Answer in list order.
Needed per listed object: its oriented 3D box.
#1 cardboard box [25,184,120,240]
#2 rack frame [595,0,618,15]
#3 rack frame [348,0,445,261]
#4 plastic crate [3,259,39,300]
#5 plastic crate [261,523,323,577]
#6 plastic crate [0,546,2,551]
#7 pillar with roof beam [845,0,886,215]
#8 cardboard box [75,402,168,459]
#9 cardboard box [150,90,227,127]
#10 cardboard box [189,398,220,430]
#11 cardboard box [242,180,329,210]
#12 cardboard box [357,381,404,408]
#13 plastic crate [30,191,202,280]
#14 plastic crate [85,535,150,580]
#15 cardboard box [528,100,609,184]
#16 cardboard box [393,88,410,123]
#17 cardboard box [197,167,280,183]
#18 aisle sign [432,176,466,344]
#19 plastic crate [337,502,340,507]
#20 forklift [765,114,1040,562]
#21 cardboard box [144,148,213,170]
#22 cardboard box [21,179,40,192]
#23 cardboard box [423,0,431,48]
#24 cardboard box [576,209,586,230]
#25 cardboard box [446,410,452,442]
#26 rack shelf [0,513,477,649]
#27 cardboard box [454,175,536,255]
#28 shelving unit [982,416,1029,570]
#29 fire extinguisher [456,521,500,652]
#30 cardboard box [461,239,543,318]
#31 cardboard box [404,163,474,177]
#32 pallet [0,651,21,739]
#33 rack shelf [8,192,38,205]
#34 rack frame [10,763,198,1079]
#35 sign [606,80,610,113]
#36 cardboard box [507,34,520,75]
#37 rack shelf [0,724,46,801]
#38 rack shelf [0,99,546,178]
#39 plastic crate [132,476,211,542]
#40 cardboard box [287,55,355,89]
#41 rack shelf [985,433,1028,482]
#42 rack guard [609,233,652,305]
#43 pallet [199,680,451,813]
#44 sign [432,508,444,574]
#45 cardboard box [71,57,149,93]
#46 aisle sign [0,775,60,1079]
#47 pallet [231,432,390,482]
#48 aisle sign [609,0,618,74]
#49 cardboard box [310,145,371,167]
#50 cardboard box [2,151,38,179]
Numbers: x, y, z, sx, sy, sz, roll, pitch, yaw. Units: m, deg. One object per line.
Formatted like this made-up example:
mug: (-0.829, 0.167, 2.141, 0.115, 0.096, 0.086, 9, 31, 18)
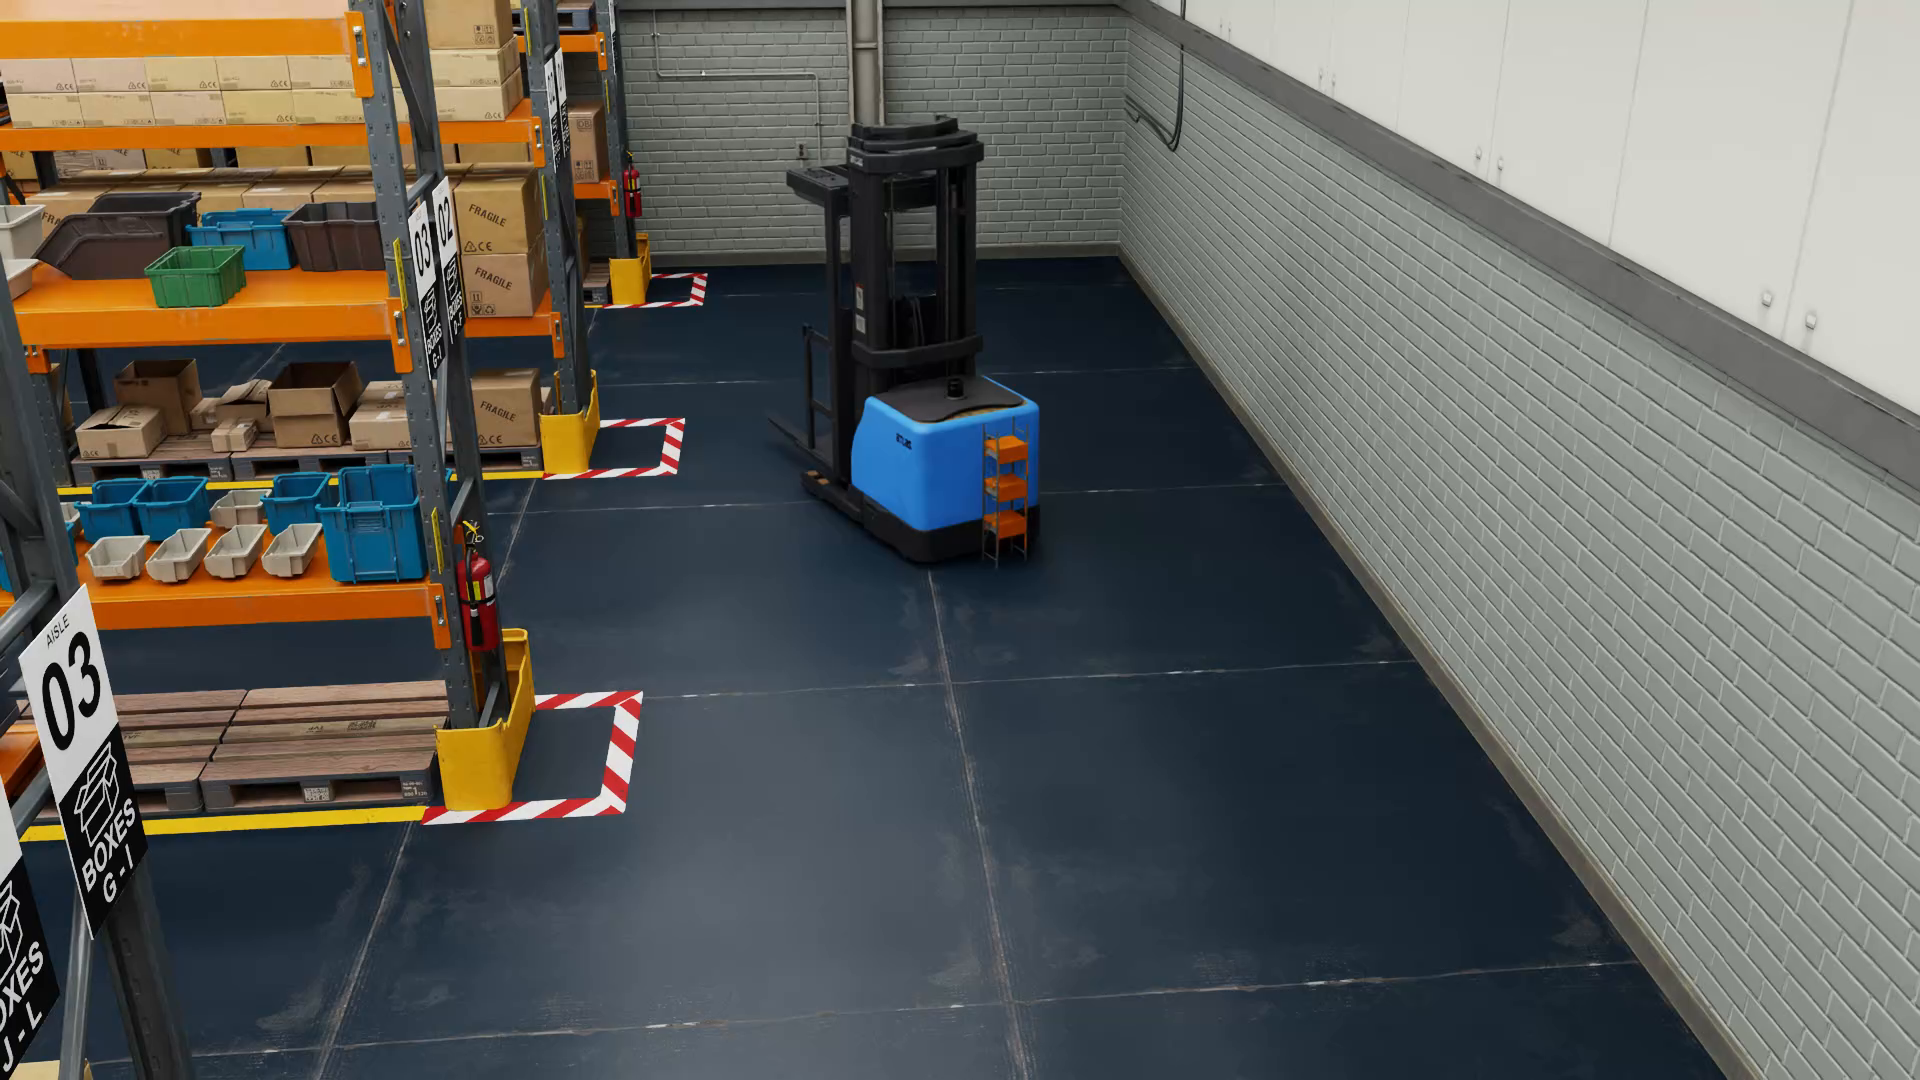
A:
cardboard box: (-6.657, -2.392, 12.585, 0.500, 0.500, 0.500, -2, 24, -4)
rack frame: (-3.663, -6.888, 16.667, 0.127, 3.000, 1.000, -2, 24, -5)
rack frame: (-2.690, -2.883, 7.658, 0.127, 3.000, 1.000, -2, 24, -5)
plastic crate: (-4.722, -1.210, 7.910, 0.530, 0.136, 0.437, -2, 24, -5)
plastic crate: (-3.483, 0.057, 8.680, 0.243, 0.136, 0.396, -2, 24, -5)
plastic crate: (-5.133, 0.058, 8.499, 0.530, 0.282, 0.437, -2, 24, -5)
pillar with roof beam: (-0.638, -5.605, 13.782, 0.400, 9.000, 9.100, -2, 24, -5)
cardboard box: (-6.714, -0.886, 13.320, 0.500, 0.311, 0.500, -2, 24, -5)
cardboard box: (-5.649, -3.244, 12.347, 0.500, 0.250, 0.500, -2, 24, -5)
cardboard box: (-6.247, -1.060, 13.909, 0.250, 0.149, 0.380, -2, 24, -5)
cardboard box: (-5.118, -2.454, 12.725, 0.500, 0.500, 0.500, -2, 24, -4)
cardboard box: (-4.737, -1.142, 13.970, 0.500, 0.250, 0.500, -2, 24, -5)
plastic crate: (-4.237, -1.535, 8.393, 0.767, 0.338, 0.504, -2, 24, -5)
plastic crate: (-4.341, 0.103, 8.577, 0.250, 0.136, 0.298, -2, 24, -5)
cardboard box: (-4.170, -4.259, 17.770, 0.700, 0.700, 0.980, -1, 24, -3)
cardboard box: (-4.157, -3.304, 12.482, 0.500, 0.250, 0.500, -2, 24, -5)
cardboard box: (-5.665, -2.654, 13.173, 0.500, 0.500, 0.500, -2, 24, -5)
aisle sign: (-2.647, -1.453, 8.625, 0.004, 0.787, 0.394, -2, 24, -5)
plastic crate: (-3.295, -0.193, 9.242, 0.298, 0.136, 0.250, -2, 24, -5)
forklift: (-0.597, -1.737, 12.550, 1.130, 2.935, 3.031, -13, 27, -28)
cardboard box: (-8.079, -4.057, 17.171, 0.500, 0.500, 0.500, -3, 24, -6)
cardboard box: (-9.487, -3.714, 17.198, 0.250, 0.149, 0.380, -2, 24, -3)
cardboard box: (-4.188, -4.005, 12.520, 0.500, 0.500, 0.700, -2, 24, -5)
cardboard box: (-4.245, -3.510, 18.216, 0.250, 0.149, 0.380, -2, 24, -5)
cardboard box: (-4.102, -0.950, 13.640, 0.250, 0.166, 0.380, -2, 24, -5)
rack shelf: (-4.680, 0.266, 8.843, 4.000, 0.370, 1.077, -2, 24, -5)
cardboard box: (-3.589, -2.518, 12.868, 0.500, 0.500, 0.500, -3, 24, -6)
shelving unit: (0.317, -0.325, 11.690, 0.252, 1.050, 0.215, -14, 27, -28)
fire extinguisher: (-2.495, 0.241, 8.568, 0.183, 0.674, 0.296, -2, 24, -5)
cardboard box: (-3.592, -2.062, 13.073, 0.500, 0.500, 0.500, -2, 24, -4)
cardboard box: (-4.160, -2.712, 13.304, 0.500, 0.500, 0.500, -2, 24, -5)
pallet: (-2.940, 0.564, 3.705, 1.213, 0.211, 1.003, -2, 24, -5)
rack shelf: (-9.634, -3.578, 17.493, 4.000, 0.370, 1.077, -2, 24, -5)
rack frame: (-2.203, 1.860, 4.373, 0.127, 3.000, 1.000, -2, 24, -5)
sign: (-3.624, -4.564, 17.108, 0.005, 0.325, 0.100, -2, 24, -5)
cardboard box: (-3.710, -3.760, 12.892, 0.500, 0.250, 0.500, -2, 24, -5)
rack shelf: (-4.193, 0.898, 3.730, 4.000, 0.370, 1.077, -2, 24, -5)
rack shelf: (-5.163, -3.107, 12.739, 4.000, 0.370, 1.077, -2, 24, -5)
plastic crate: (-4.278, -0.164, 9.057, 0.300, 0.233, 0.416, -2, 24, -5)
cardboard box: (-4.654, -3.513, 12.336, 0.500, 0.250, 0.500, -2, 24, -5)
rack shelf: (0.317, -0.575, 11.579, 0.240, 0.259, 0.215, -14, 27, -28)
rack guard: (-3.639, -3.005, 18.396, 0.348, 0.500, 1.175, -2, 24, -5)
pallet: (-3.514, 1.149, 9.404, 1.213, 0.211, 1.003, -2, 24, -5)
sign: (-2.619, 0.005, 8.345, 0.005, 0.325, 0.100, -2, 24, -5)
cardboard box: (-6.148, -3.455, 12.206, 0.500, 0.250, 0.500, -2, 24, -5)
aisle sign: (-2.102, 0.790, 3.578, 0.004, 0.787, 0.394, -2, 24, -5)
pallet: (-5.253, -0.787, 13.762, 1.213, 0.211, 1.003, -2, 24, -5)
aisle sign: (-3.562, -5.216, 17.091, 0.004, 0.787, 0.394, -2, 24, -5)
cardboard box: (-6.376, -4.166, 17.560, 0.700, 0.700, 0.980, -3, 24, -6)
cardboard box: (-9.583, -3.994, 17.029, 0.500, 0.500, 0.500, -2, 24, -4)
